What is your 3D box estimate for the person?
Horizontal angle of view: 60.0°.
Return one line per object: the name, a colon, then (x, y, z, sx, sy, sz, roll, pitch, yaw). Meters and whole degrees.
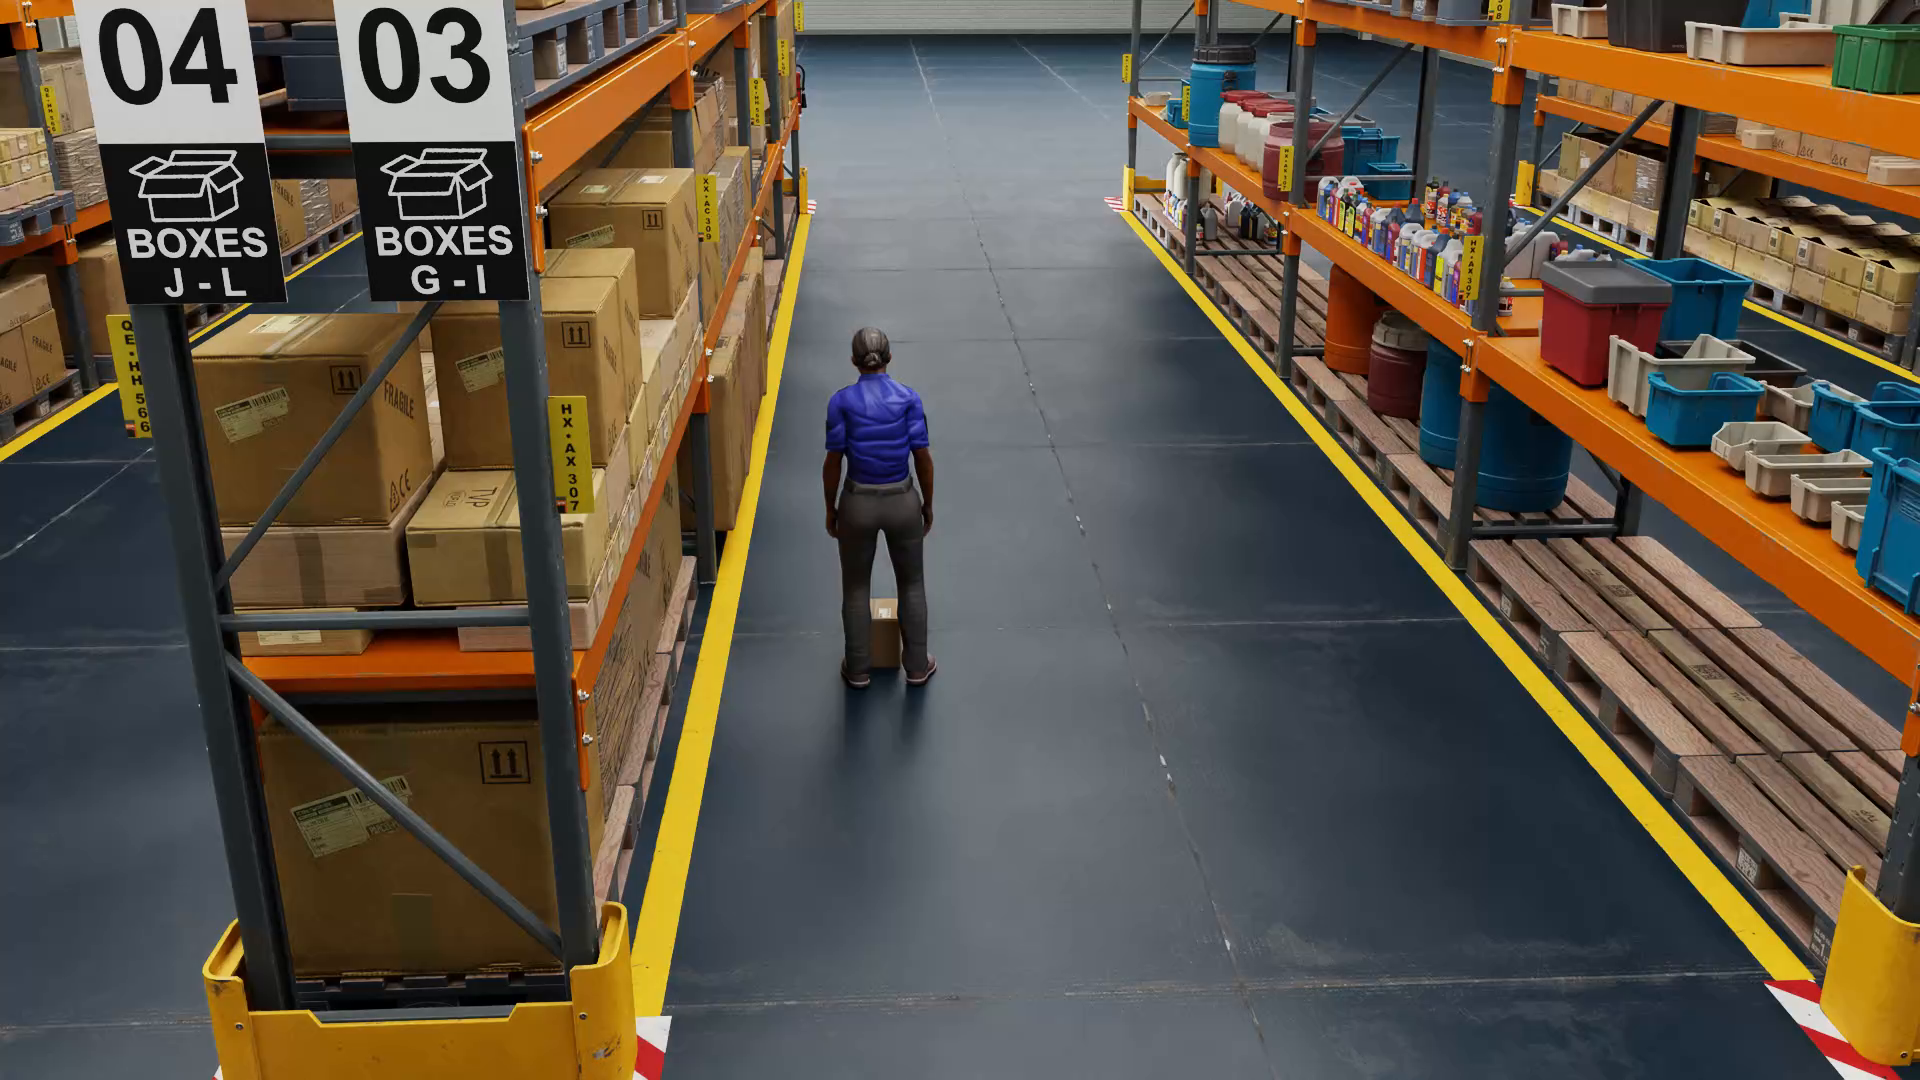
person: (-0.356, -0.133, 7.440, 0.508, 1.654, 0.346, -2, 21, -5)
